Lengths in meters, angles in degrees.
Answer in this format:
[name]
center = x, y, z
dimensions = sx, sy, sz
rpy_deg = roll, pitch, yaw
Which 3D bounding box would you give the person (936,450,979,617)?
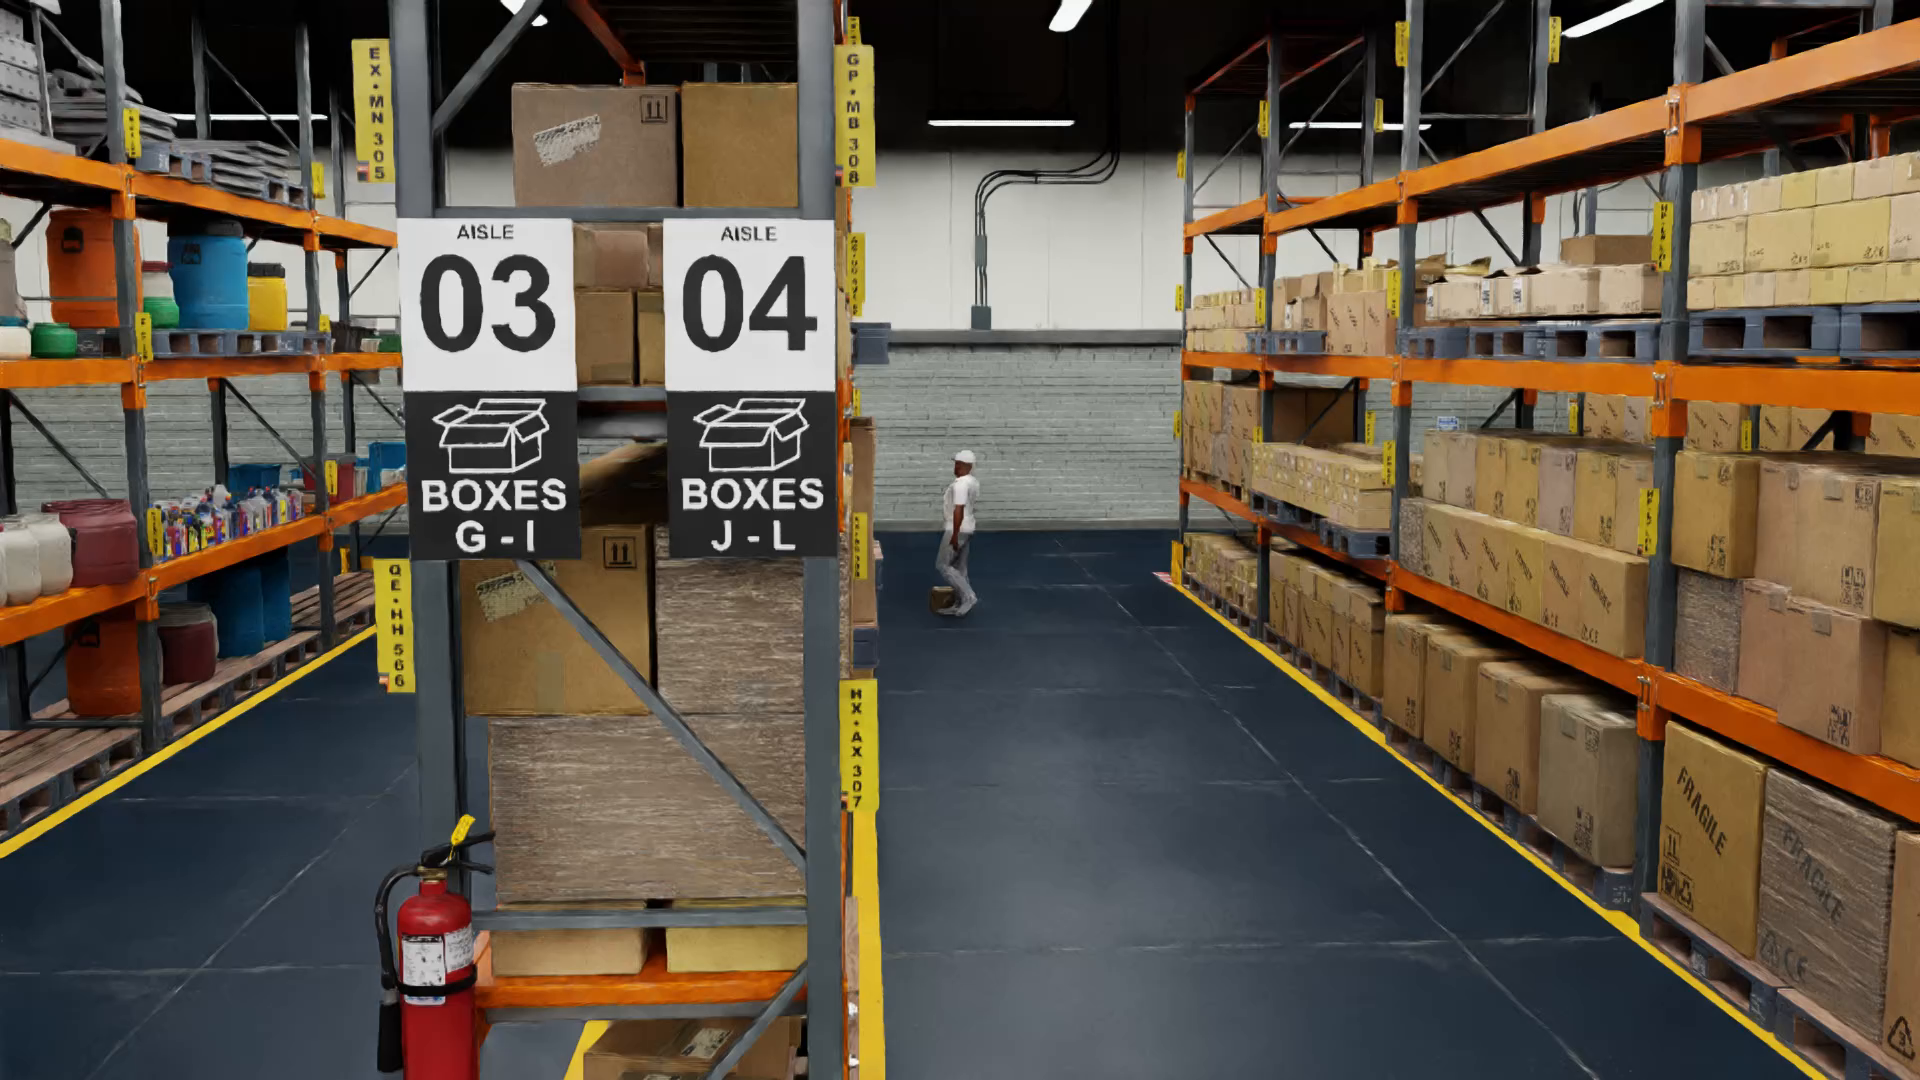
[person]
center = -0.005, -0.073, 17.704
dimensions = 0.475, 1.761, 0.620
rpy_deg = 2, 7, 14
